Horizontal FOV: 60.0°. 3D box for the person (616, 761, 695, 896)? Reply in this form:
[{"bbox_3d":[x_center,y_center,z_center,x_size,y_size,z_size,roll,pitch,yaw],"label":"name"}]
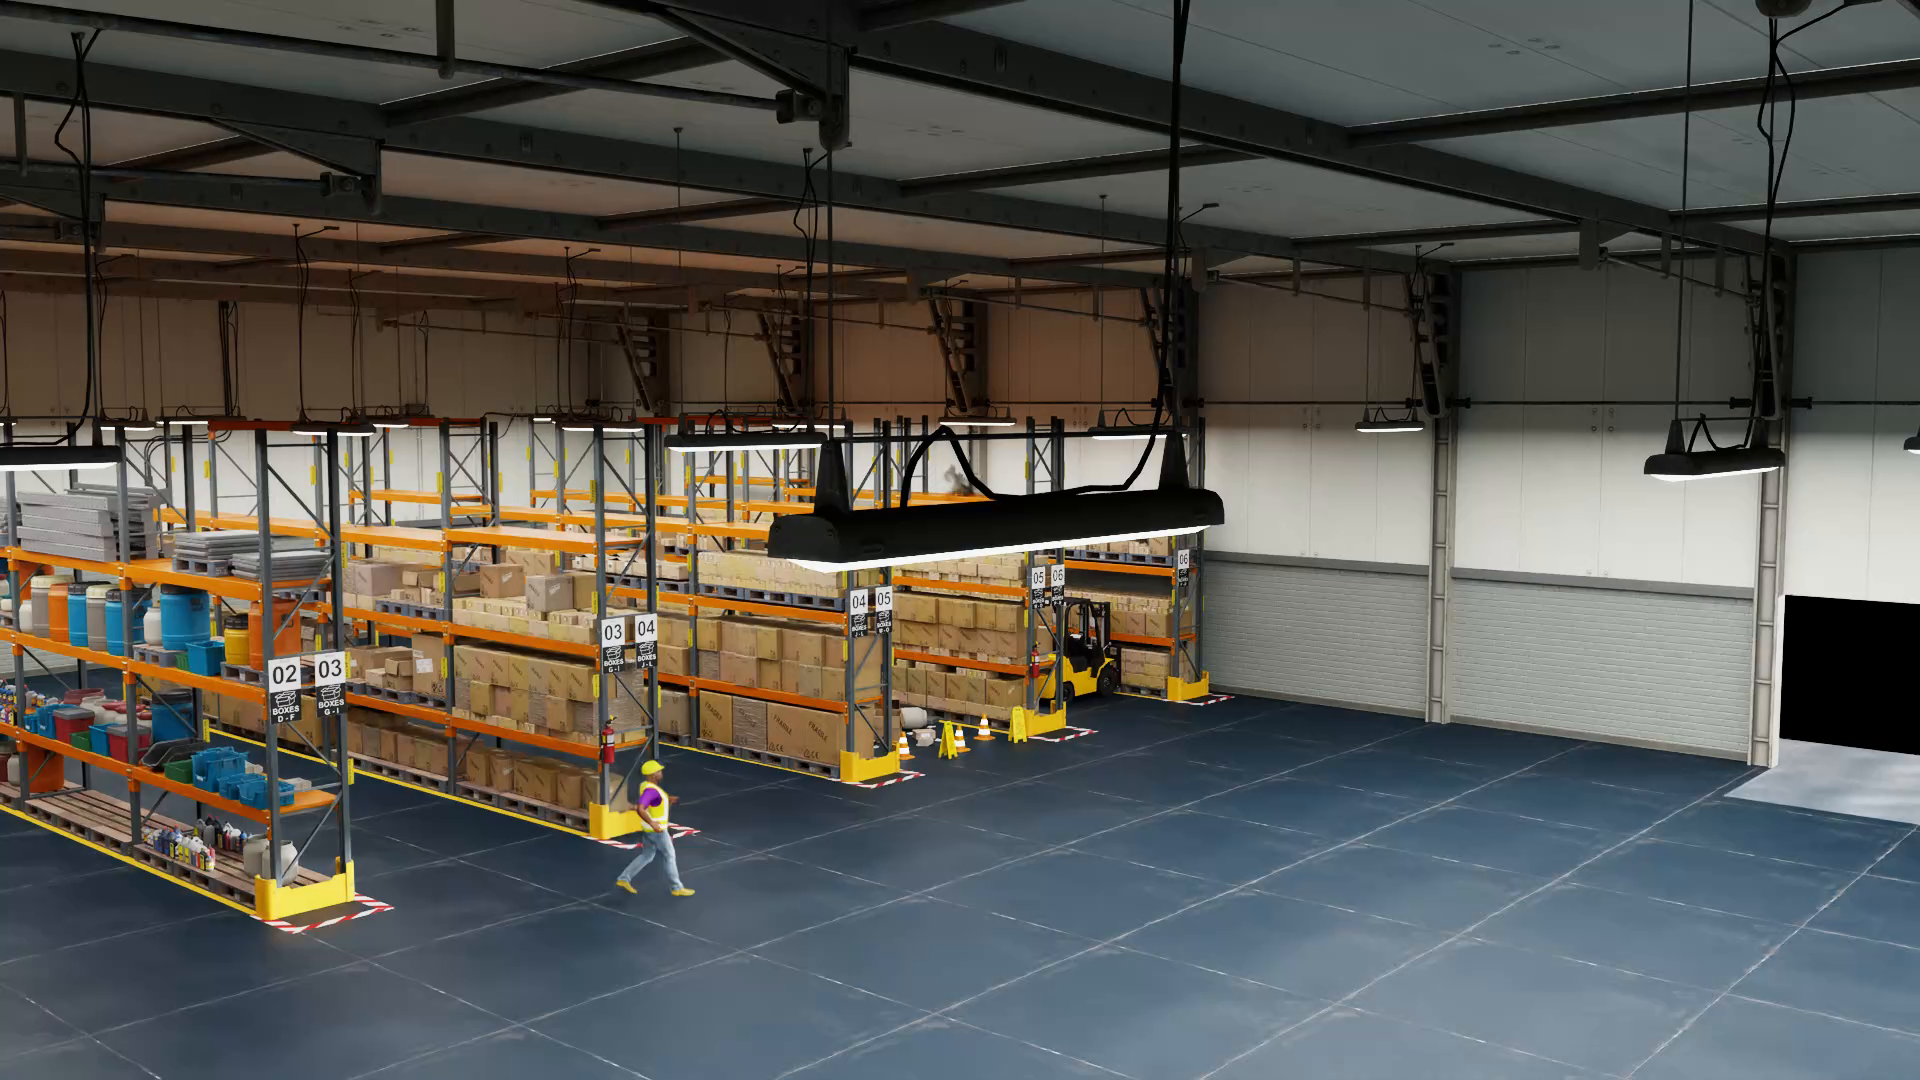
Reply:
[{"bbox_3d":[-3.865,3.665,21.108,0.962,1.756,0.698,-2,5,-24],"label":"person"}]
